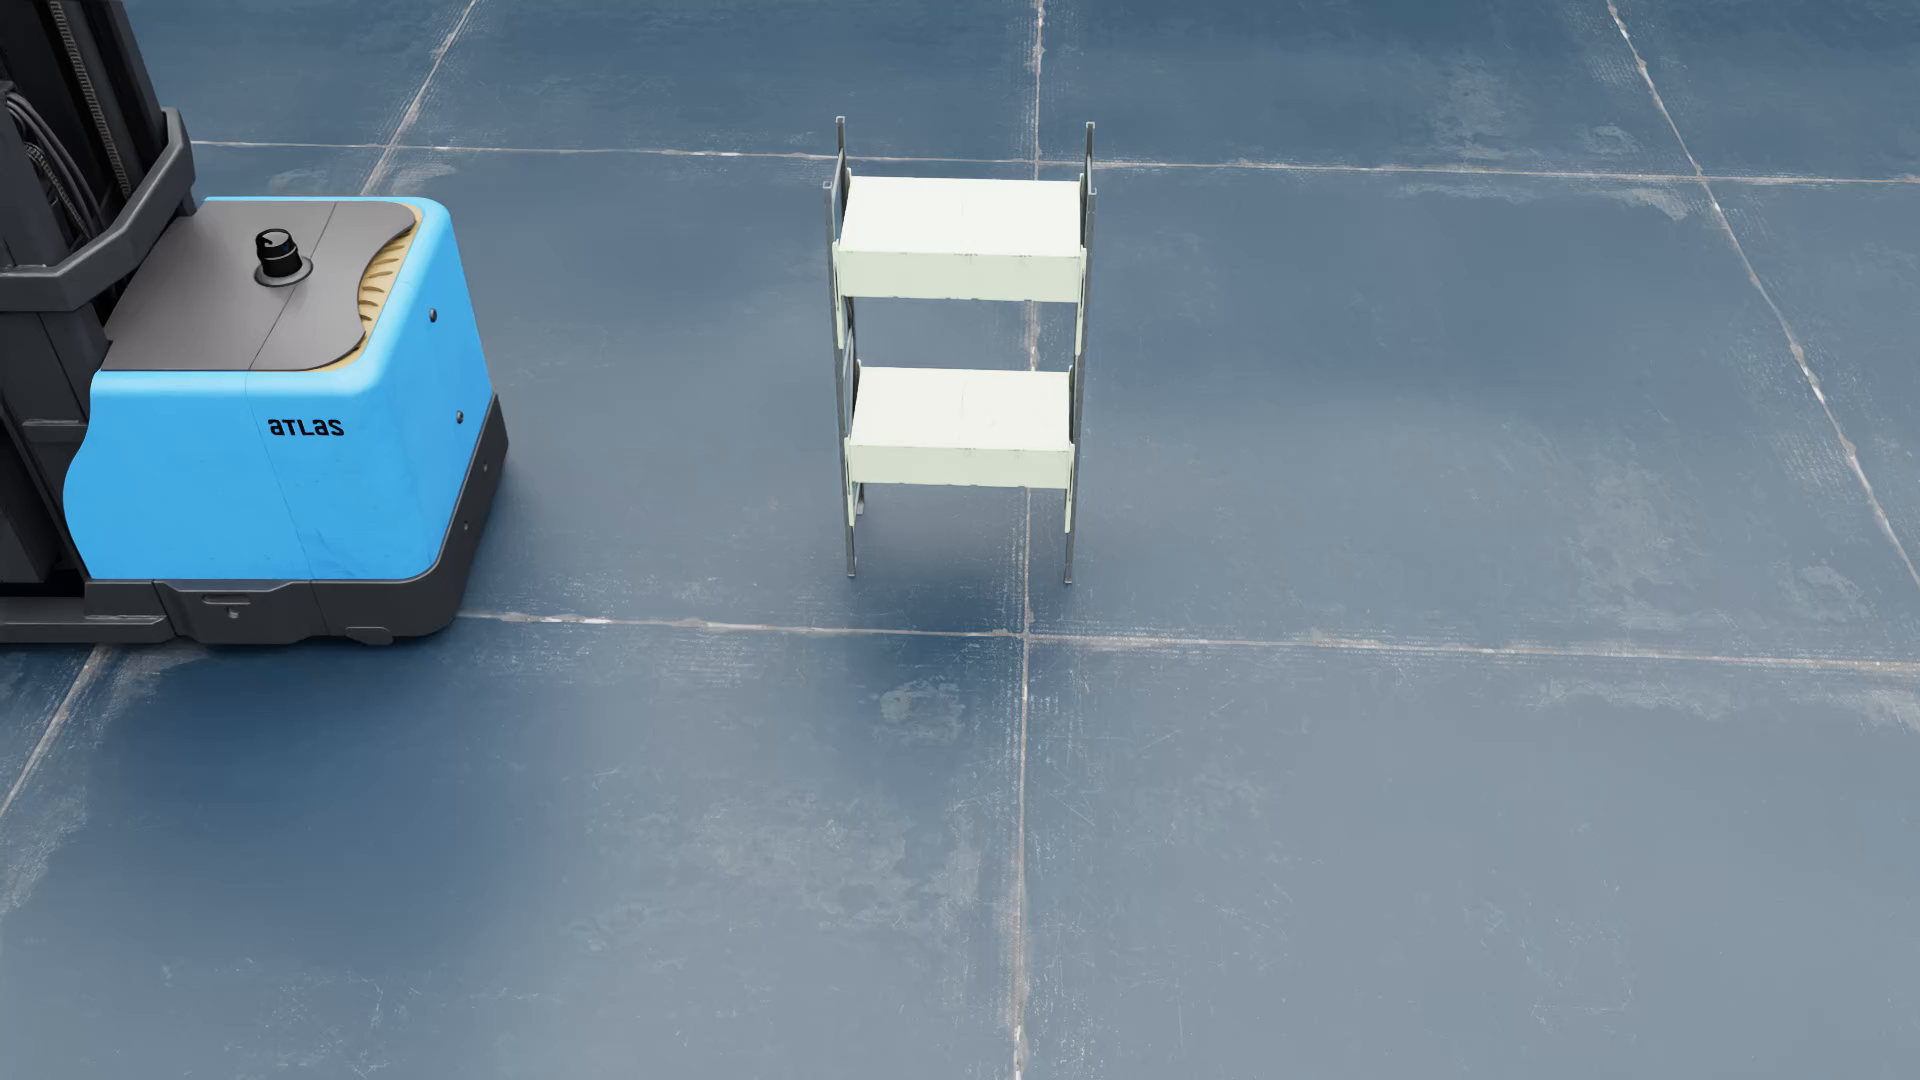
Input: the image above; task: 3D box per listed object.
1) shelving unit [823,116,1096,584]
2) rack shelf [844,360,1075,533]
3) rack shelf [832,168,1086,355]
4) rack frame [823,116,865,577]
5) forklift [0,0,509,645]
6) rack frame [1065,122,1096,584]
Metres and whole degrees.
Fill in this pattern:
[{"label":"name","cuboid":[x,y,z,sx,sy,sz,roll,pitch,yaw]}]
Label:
[{"label":"shelving unit","cuboid":[0.007,-0.549,5.239,0.755,1.500,0.431,2,43,2]},{"label":"rack shelf","cuboid":[0.007,-0.310,5.461,0.720,0.370,0.431,2,43,2]},{"label":"rack shelf","cuboid":[0.007,-0.834,4.973,0.720,0.370,0.431,2,43,2]},{"label":"rack frame","cuboid":[-0.359,-0.560,5.251,0.023,1.500,0.400,2,43,2]},{"label":"forklift","cuboid":[-3.147,-1.074,4.753,3.031,2.935,1.130,0,43,0]},{"label":"rack frame","cuboid":[0.372,-0.537,5.227,0.023,1.500,0.400,2,43,2]}]
